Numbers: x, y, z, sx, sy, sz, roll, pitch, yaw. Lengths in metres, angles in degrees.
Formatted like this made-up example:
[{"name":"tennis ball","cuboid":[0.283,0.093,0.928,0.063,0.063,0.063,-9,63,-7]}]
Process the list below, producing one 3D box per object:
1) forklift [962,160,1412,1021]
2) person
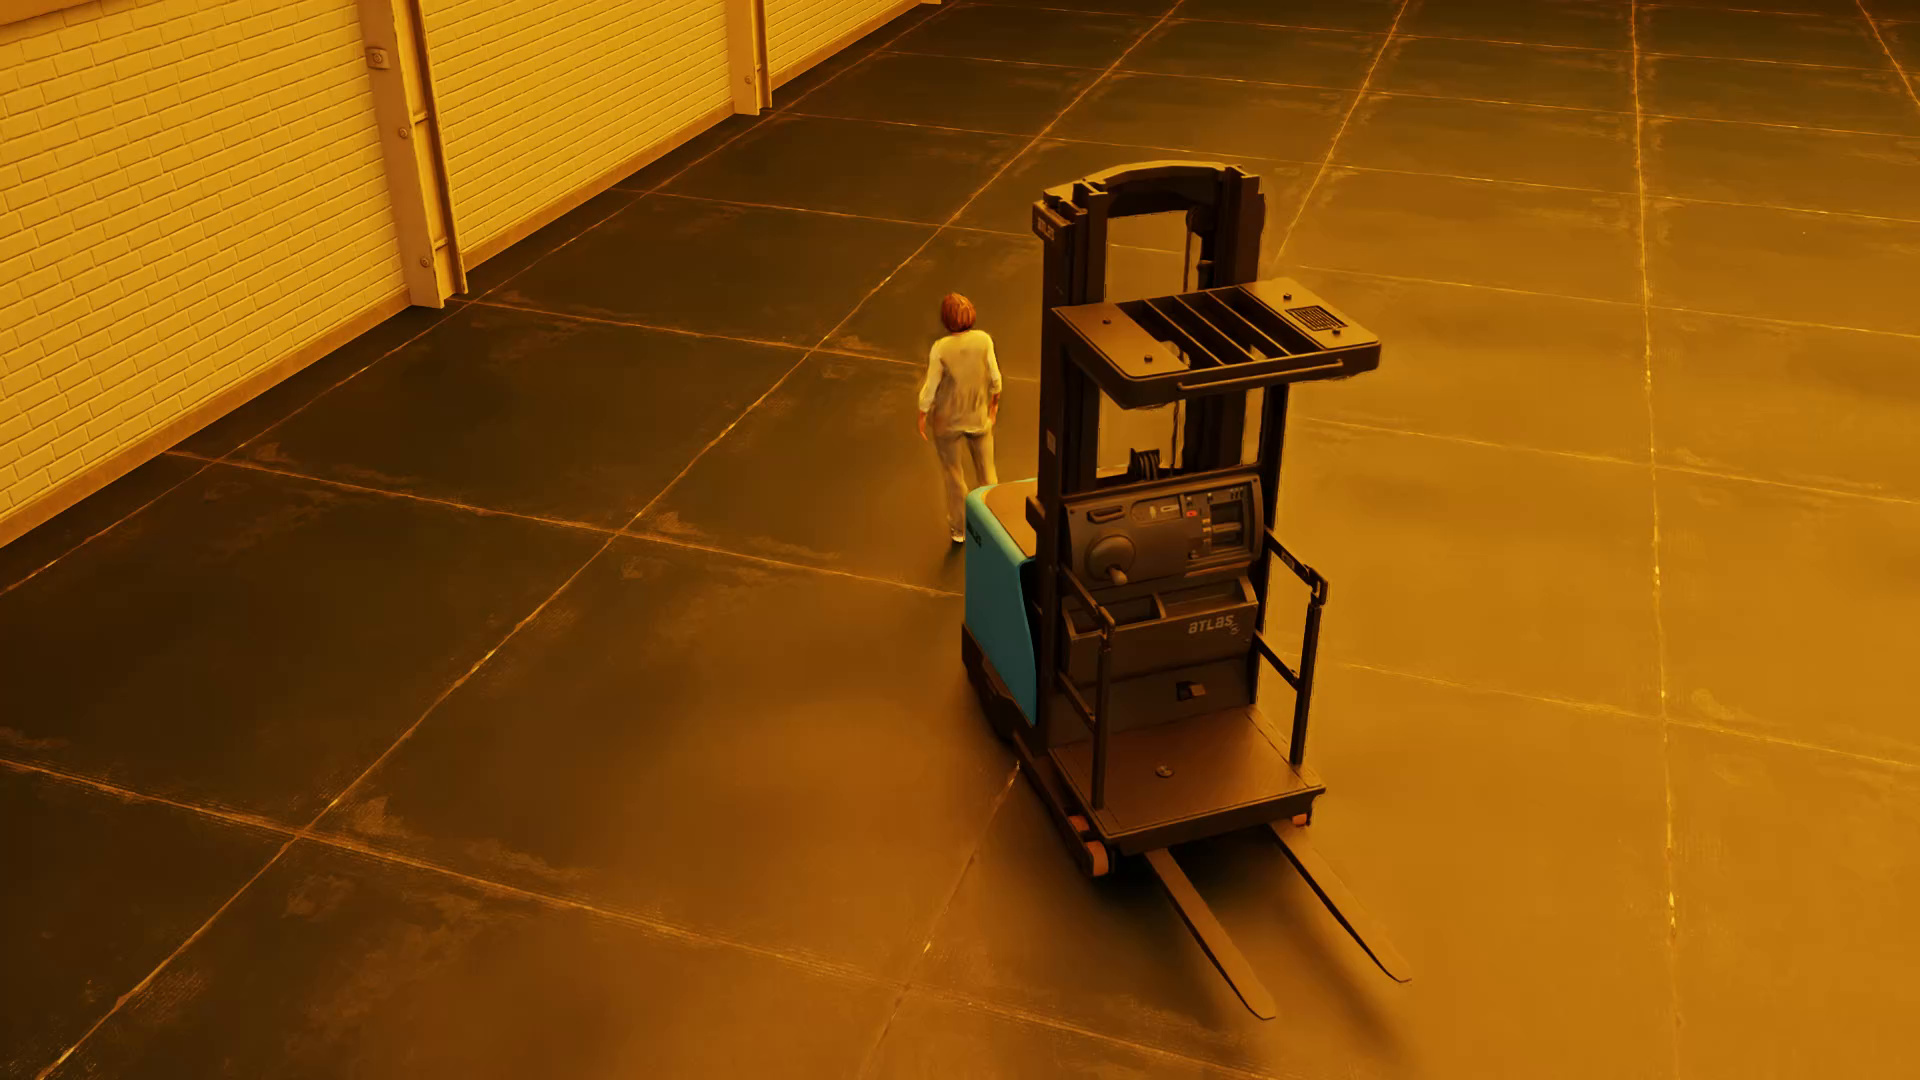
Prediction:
[{"name":"forklift","cuboid":[0.978,0.007,7.123,1.130,2.935,3.031,-10,31,-17]},{"name":"person","cuboid":[0.049,-0.714,9.733,0.622,1.596,0.355,-10,31,-16]}]
